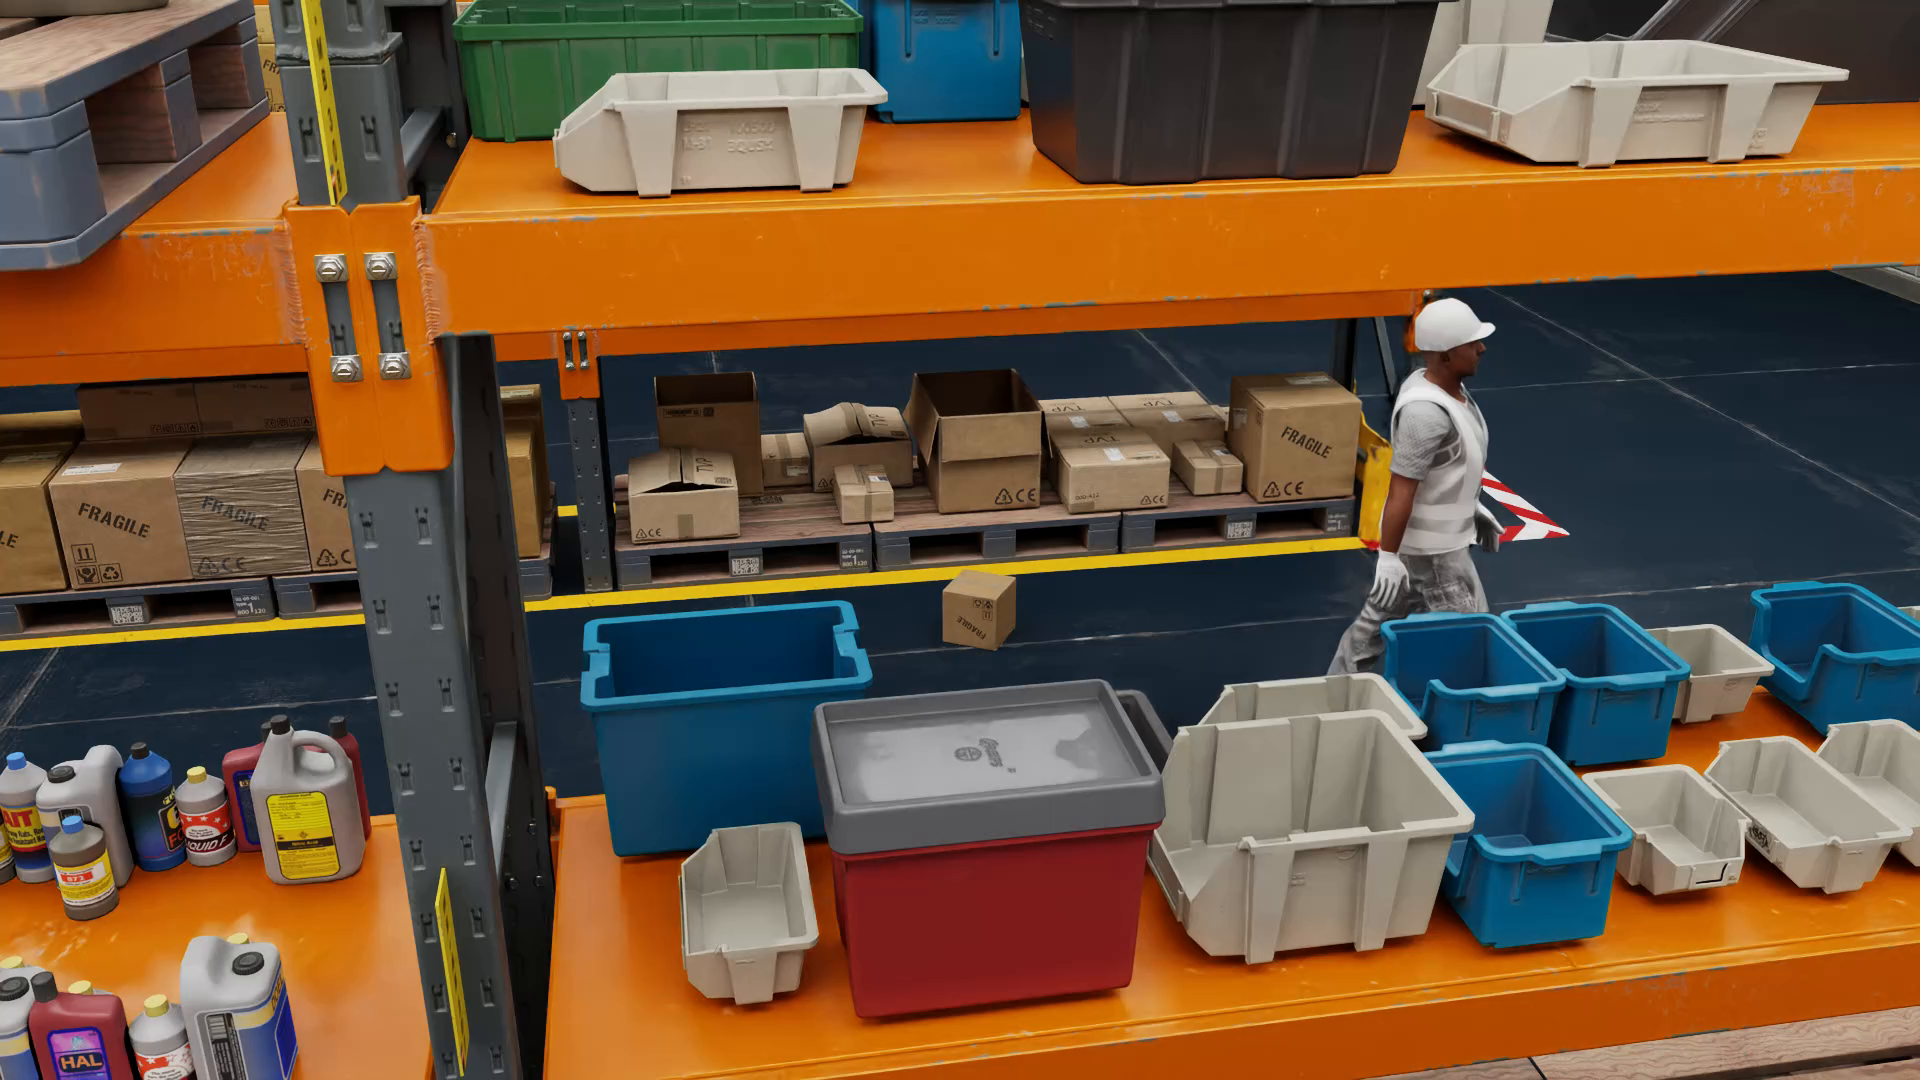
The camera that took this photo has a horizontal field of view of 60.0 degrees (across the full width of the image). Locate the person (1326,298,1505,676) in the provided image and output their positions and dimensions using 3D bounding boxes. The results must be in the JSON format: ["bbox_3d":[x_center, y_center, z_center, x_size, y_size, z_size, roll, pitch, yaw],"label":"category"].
[{"bbox_3d":[1.790,0.006,6.046,0.853,1.788,0.608,6,24,14],"label":"person"}]
